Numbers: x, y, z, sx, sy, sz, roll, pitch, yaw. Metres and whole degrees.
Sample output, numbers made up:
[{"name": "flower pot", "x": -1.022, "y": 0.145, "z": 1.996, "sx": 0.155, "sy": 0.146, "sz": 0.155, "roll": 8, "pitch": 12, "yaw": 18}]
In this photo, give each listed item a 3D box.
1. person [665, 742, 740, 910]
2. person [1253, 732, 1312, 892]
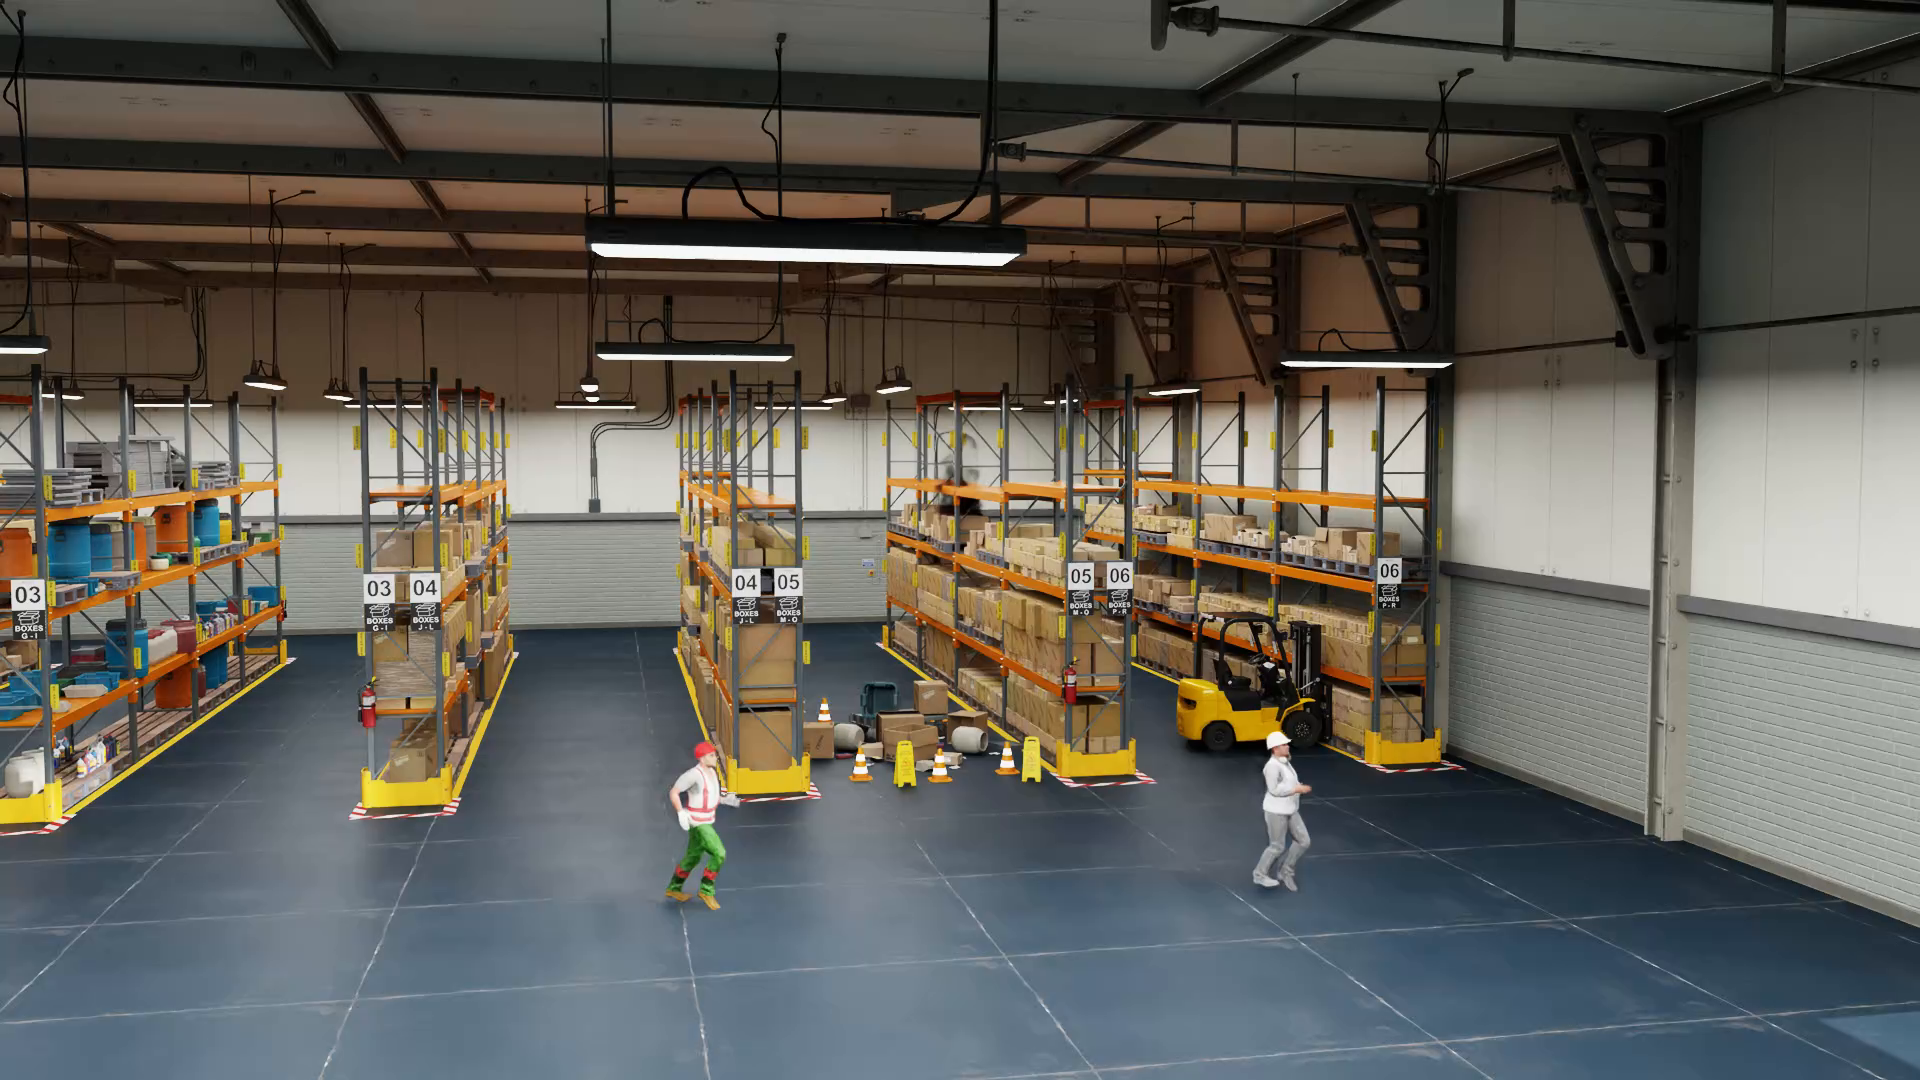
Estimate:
[{"name": "person", "x": -2.779, "y": 3.061, "z": 17.849, "sx": 0.838, "sy": 1.809, "sz": 0.565, "roll": 1, "pitch": 3, "yaw": 10}, {"name": "person", "x": 3.589, "y": 3.030, "z": 18.432, "sx": 0.687, "sy": 1.806, "sz": 0.604, "roll": 2, "pitch": 4, "yaw": 33}]
